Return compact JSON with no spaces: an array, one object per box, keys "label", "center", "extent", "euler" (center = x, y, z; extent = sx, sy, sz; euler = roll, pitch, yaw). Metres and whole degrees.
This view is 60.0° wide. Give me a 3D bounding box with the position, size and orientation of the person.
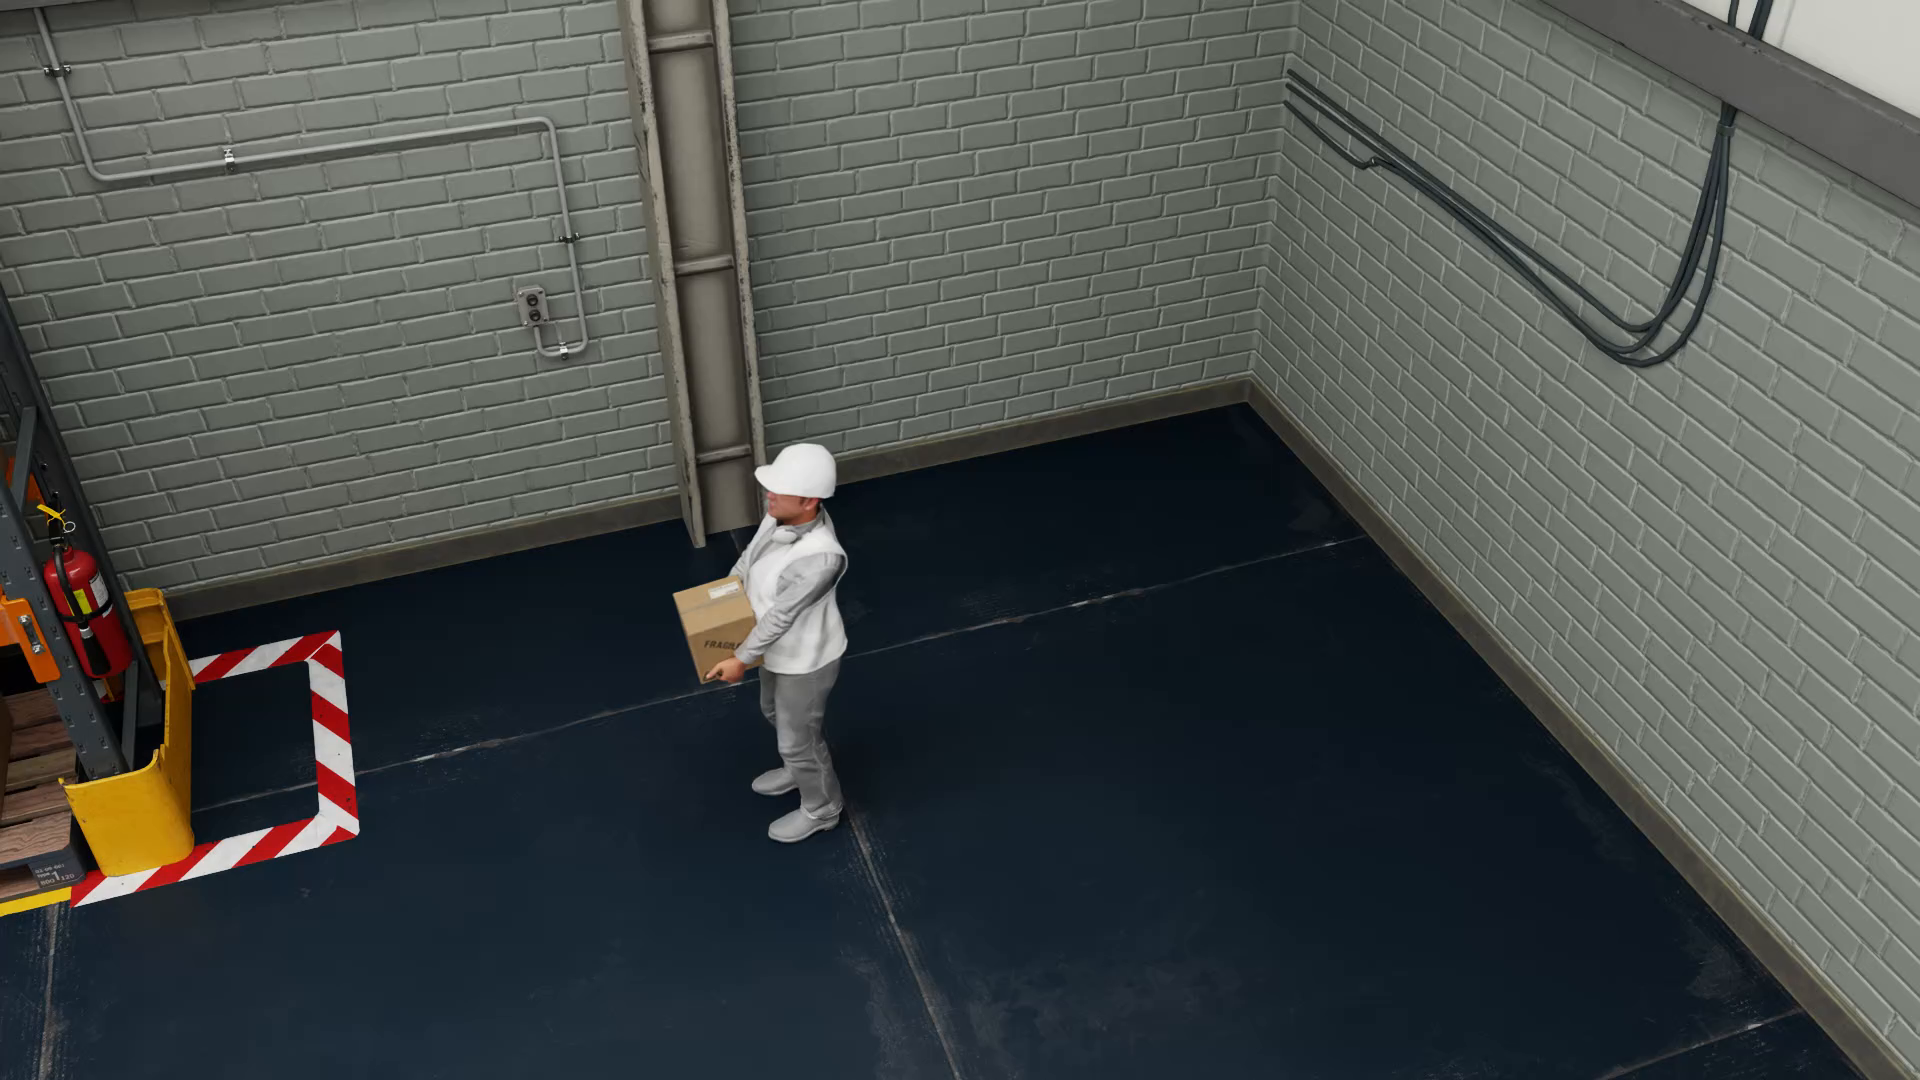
[{"label":"person","center":[-0.699,0.409,6.238],"extent":[0.556,1.762,0.494],"euler":[-12,39,-16]}]
